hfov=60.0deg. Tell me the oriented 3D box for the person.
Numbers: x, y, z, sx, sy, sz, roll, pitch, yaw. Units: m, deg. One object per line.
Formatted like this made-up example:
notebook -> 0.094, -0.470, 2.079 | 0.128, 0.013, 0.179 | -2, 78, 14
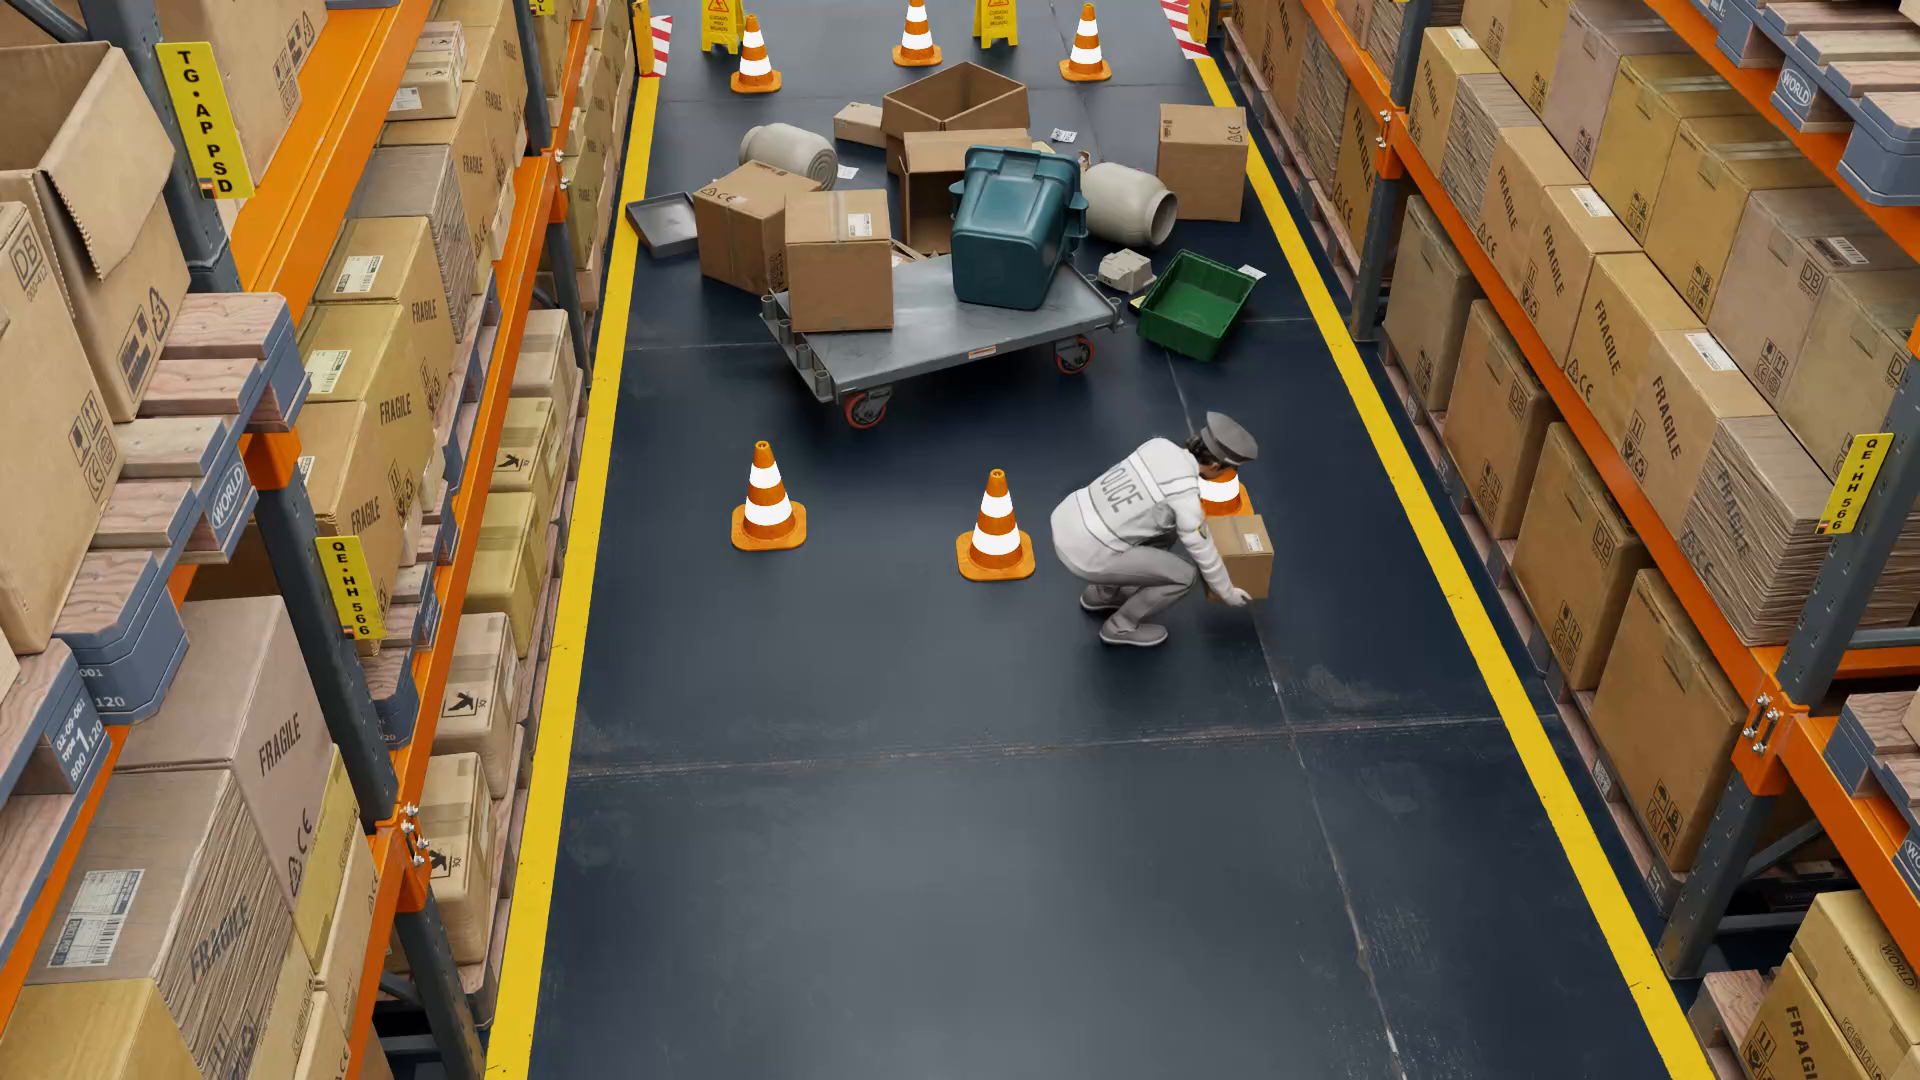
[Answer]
person -> 0.776, -0.051, 6.761 | 0.817, 0.983, 0.484 | -3, 39, -4
